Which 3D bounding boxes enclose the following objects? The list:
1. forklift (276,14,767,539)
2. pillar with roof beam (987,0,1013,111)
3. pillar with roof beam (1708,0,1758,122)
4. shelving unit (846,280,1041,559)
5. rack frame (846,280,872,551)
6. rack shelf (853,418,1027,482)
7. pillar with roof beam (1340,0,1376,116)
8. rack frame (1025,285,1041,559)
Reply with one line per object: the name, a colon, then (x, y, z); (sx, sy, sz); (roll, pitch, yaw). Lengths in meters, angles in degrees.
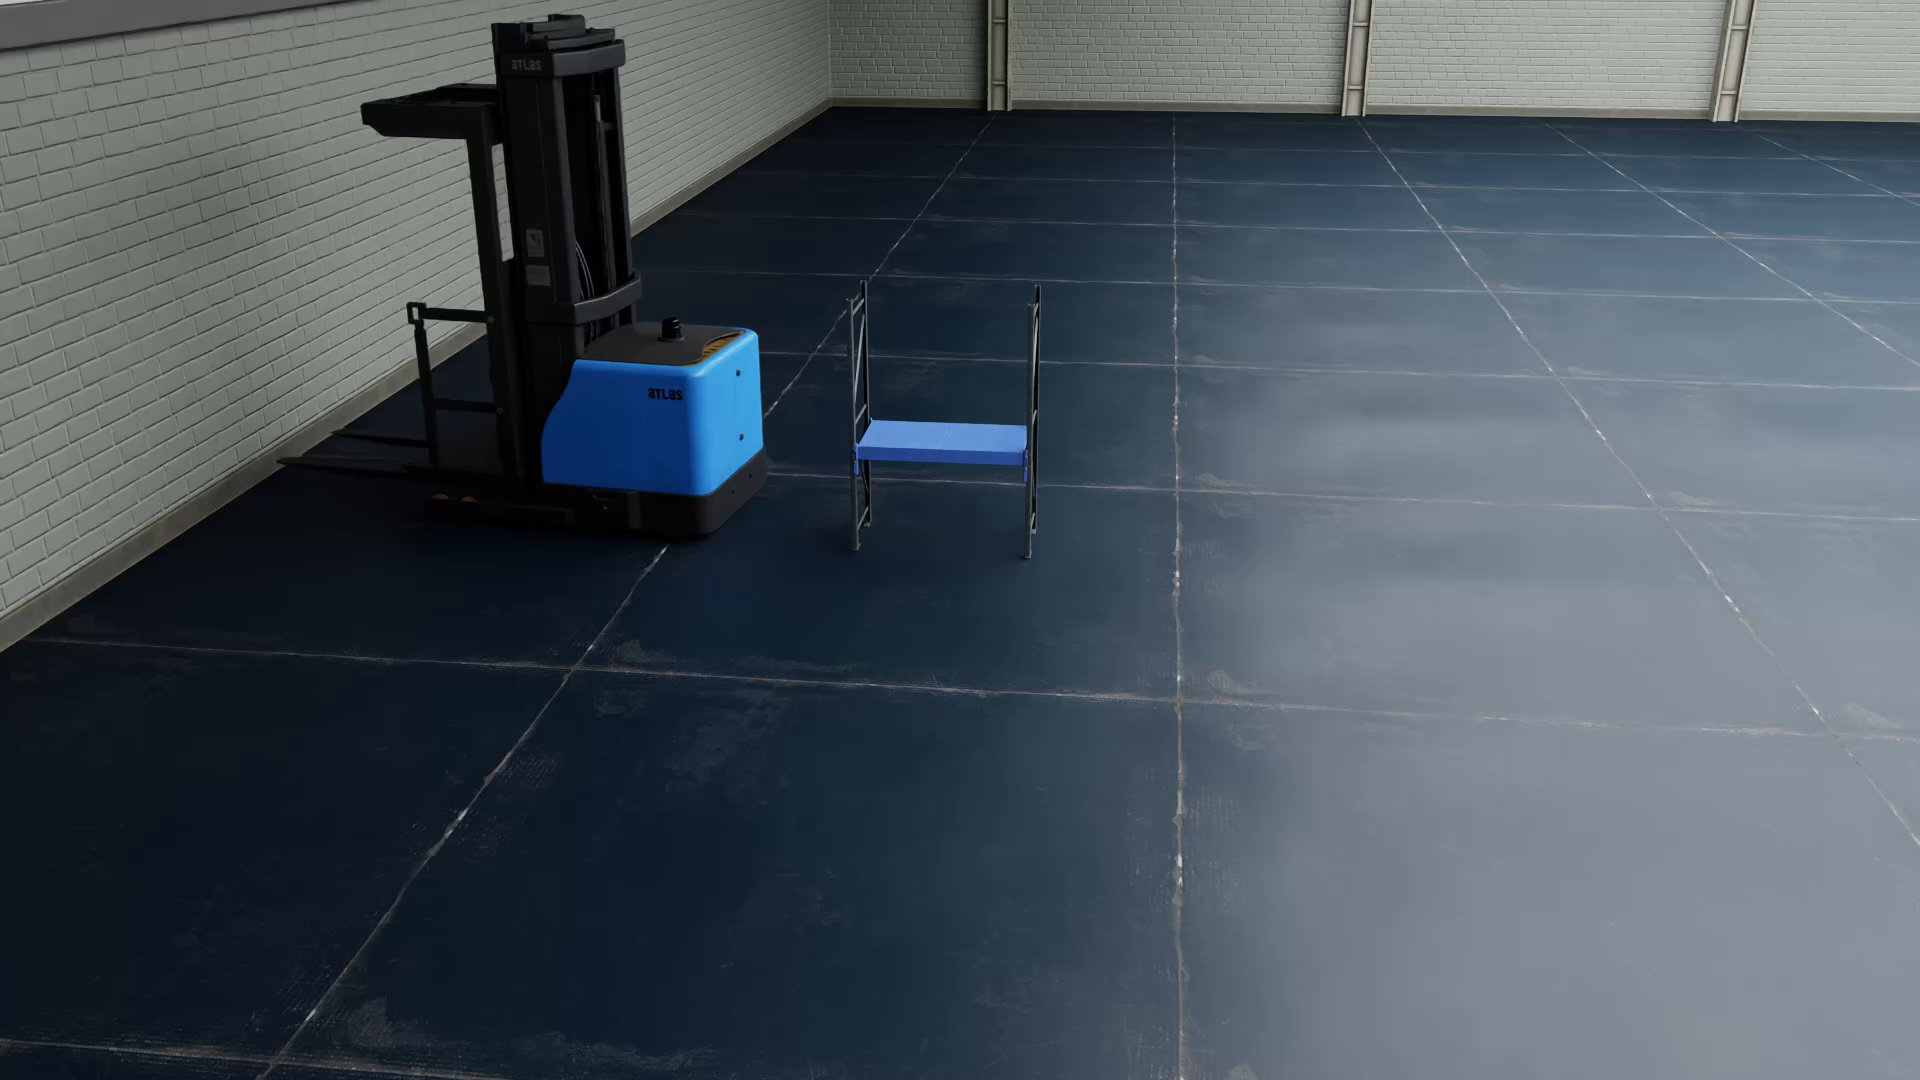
forklift: (-2.813, -1.642, 10.107); (3.031, 2.935, 1.130); (5, 22, 13)
pillar with roof beam: (0.177, -10.068, 23.168); (0.400, 9.000, 9.100); (2, 22, 6)
pillar with roof beam: (12.093, -9.549, 21.854); (0.400, 9.000, 9.100); (2, 22, 6)
shelving unit: (-0.085, -0.701, 9.673); (1.048, 1.500, 0.538); (2, 22, 6)
rack frame: (-0.590, -0.723, 9.729); (0.032, 1.500, 0.500); (2, 22, 6)
rack shelf: (-0.085, -0.534, 9.740); (1.000, 0.185, 0.538); (2, 22, 6)
pillar with roof beam: (6.135, -9.809, 22.511); (0.400, 9.000, 9.100); (2, 22, 6)
rack frame: (0.420, -0.679, 9.618); (0.032, 1.500, 0.500); (2, 22, 6)
